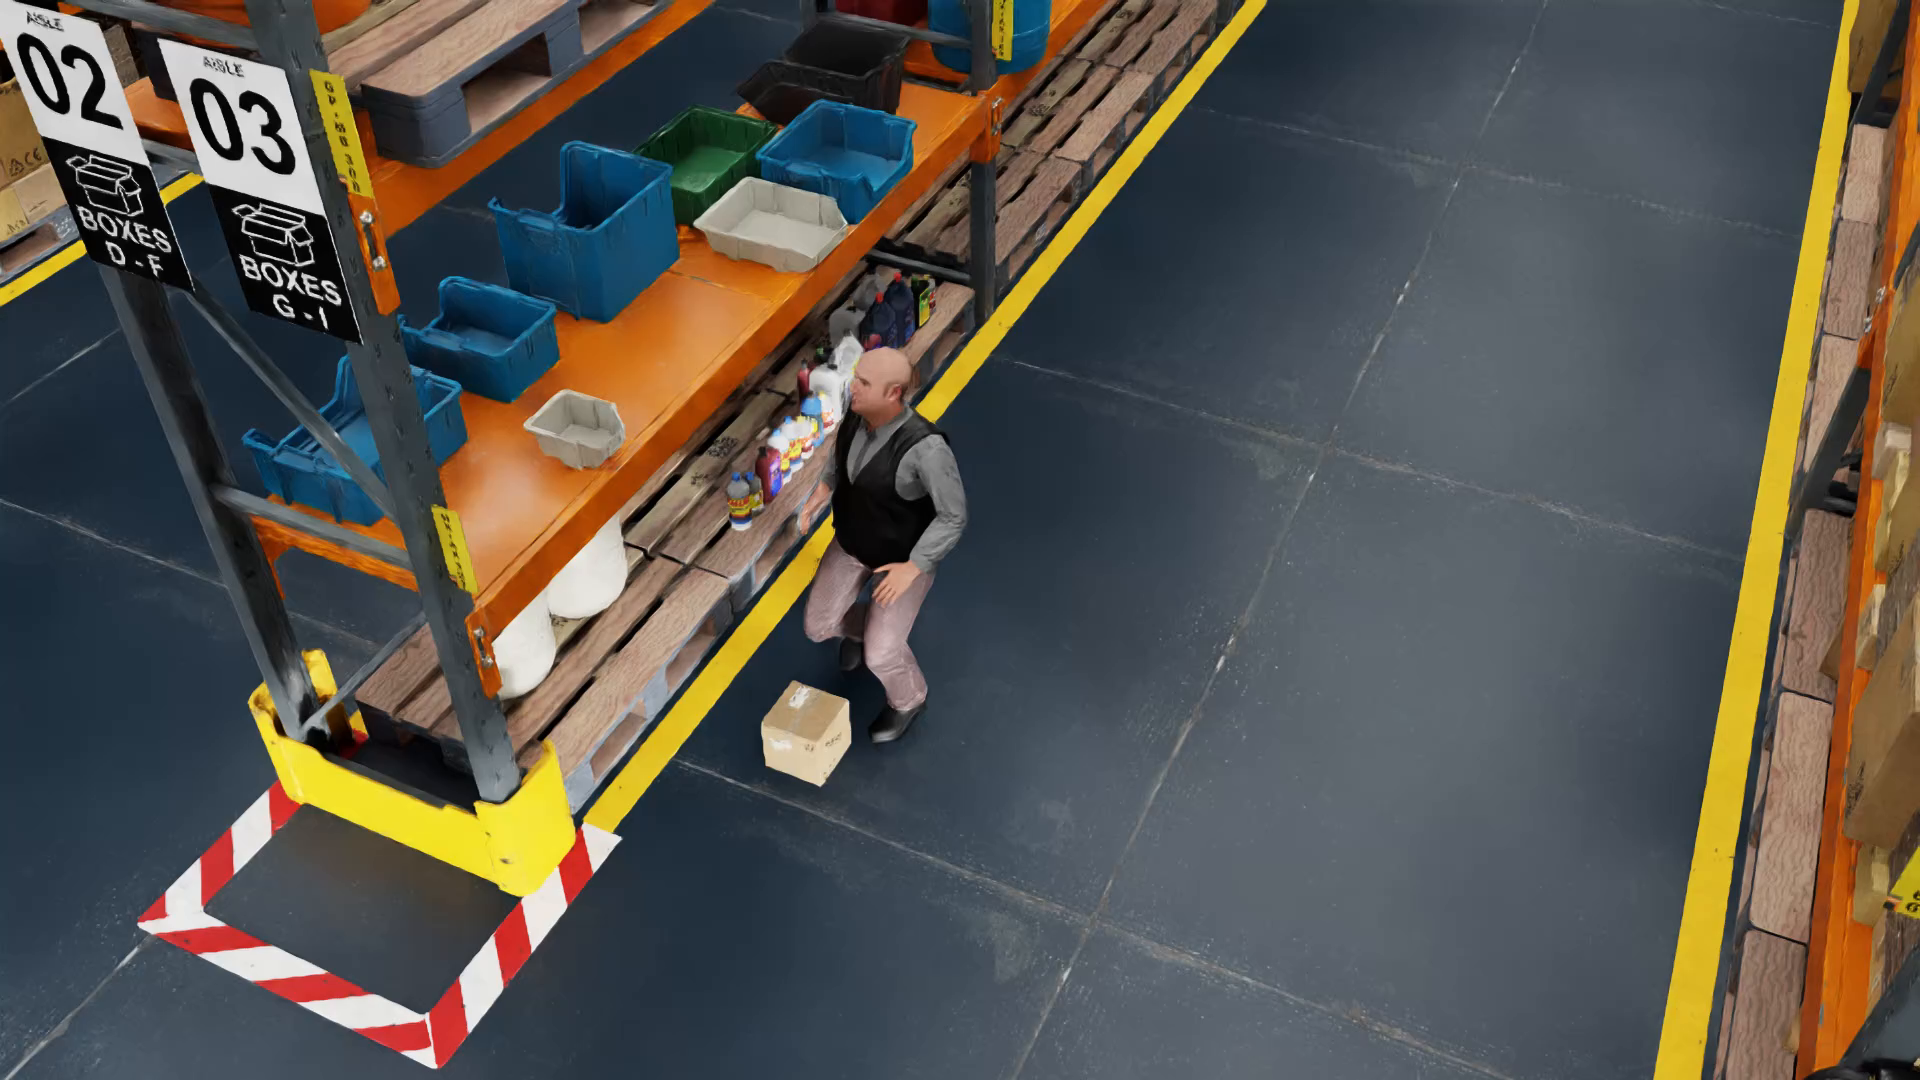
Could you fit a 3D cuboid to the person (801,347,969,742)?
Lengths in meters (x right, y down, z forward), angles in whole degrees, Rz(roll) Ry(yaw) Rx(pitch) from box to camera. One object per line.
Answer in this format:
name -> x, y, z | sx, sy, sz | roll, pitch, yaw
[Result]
person -> -0.298, 0.048, 6.153 | 0.710, 1.692, 0.489 | 31, 50, 30
